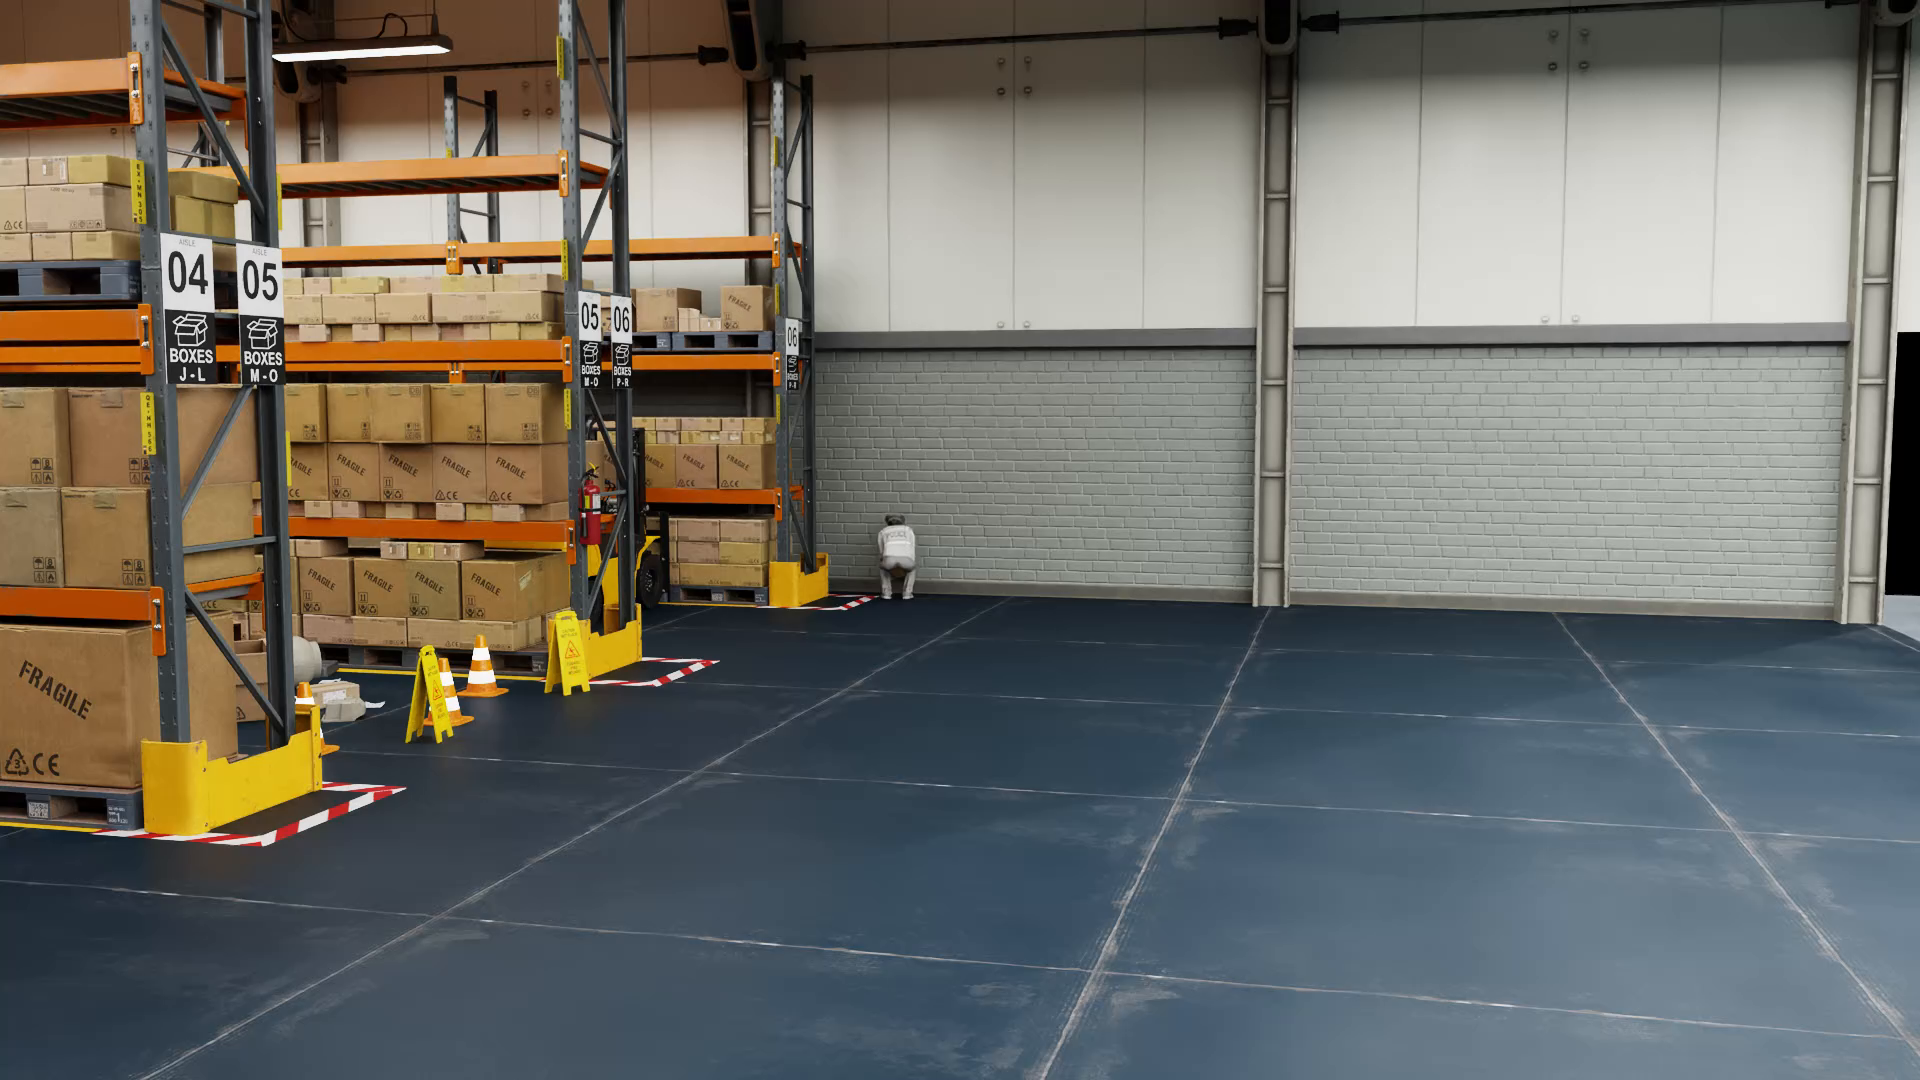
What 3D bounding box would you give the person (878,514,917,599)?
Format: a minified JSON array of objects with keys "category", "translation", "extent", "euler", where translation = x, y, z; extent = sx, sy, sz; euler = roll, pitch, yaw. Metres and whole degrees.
[{"category":"person","translation":[-0.732,0.193,19.398],"extent":[0.458,0.974,0.887],"euler":[0,5,1]}]
